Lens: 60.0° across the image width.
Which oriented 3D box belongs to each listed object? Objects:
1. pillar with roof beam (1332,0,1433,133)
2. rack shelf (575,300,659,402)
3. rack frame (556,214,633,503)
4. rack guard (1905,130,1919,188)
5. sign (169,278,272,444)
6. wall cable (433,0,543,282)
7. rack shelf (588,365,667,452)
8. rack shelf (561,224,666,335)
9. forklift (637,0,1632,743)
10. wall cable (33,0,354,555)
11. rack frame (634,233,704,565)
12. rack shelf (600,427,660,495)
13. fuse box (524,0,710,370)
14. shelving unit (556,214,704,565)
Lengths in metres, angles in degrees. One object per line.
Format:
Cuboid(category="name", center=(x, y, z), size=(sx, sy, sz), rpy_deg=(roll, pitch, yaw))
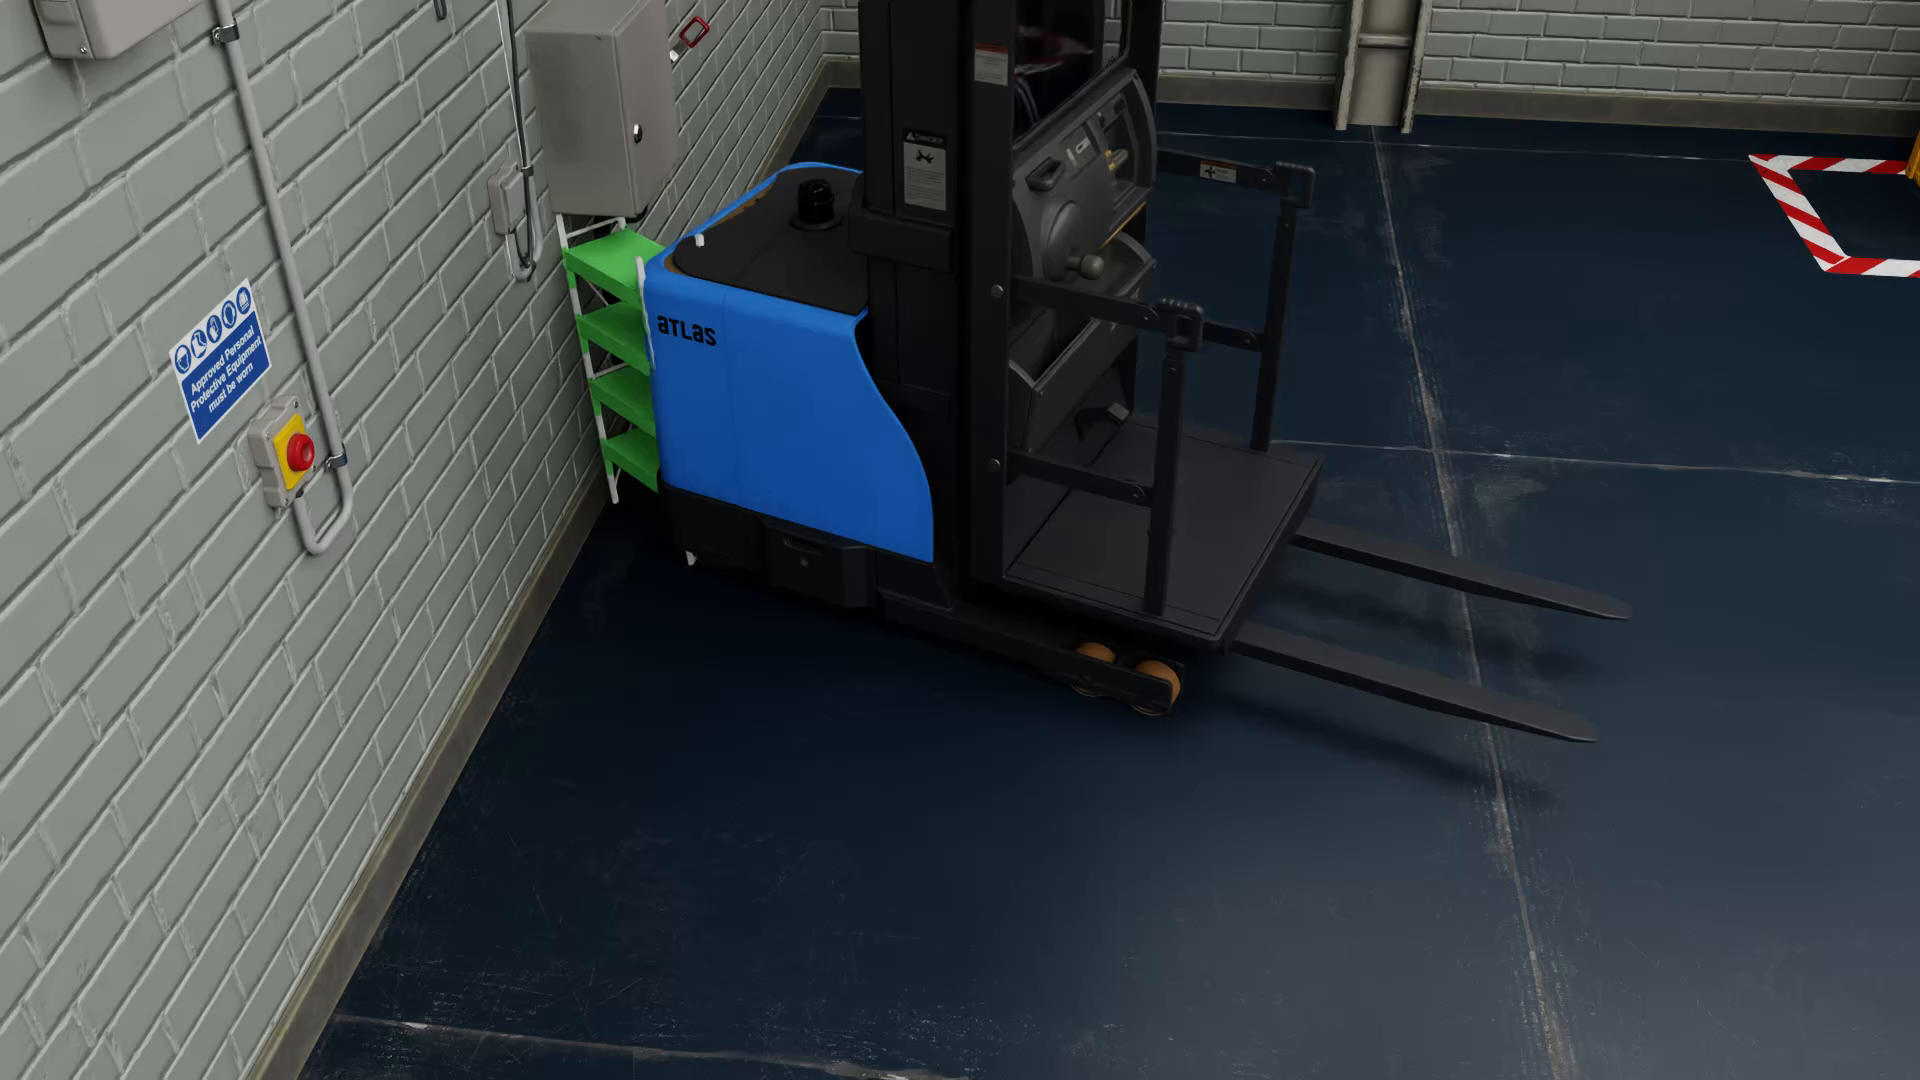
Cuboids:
Cuboid(category="pillar with roof beam", center=(1.649, -3.426, 2.804), size=(0.400, 9.000, 9.100), rpy_deg=(4, 36, 6))
Cuboid(category="rack shelf", center=(-1.024, -0.643, 5.461), size=(0.258, 0.148, 0.480), rpy_deg=(-28, 41, -31))
Cuboid(category="rack frame", center=(-1.174, -0.594, 5.717), size=(0.240, 1.200, 0.015), rpy_deg=(-28, 41, -31))
Cuboid(category="rack guard", center=(4.833, -1.723, 7.733), size=(0.348, 0.500, 1.175), rpy_deg=(4, 36, 6))
Cuboid(category="sign", center=(-1.534, -0.376, 3.462), size=(0.001, 0.218, 0.327), rpy_deg=(4, 36, 6))
Cuboid(category="wall cable", center=(-1.298, -1.521, 4.424), size=(0.122, 1.984, 0.588), rpy_deg=(4, 36, 6))
Cuboid(category="rack shelf", center=(-1.011, -0.444, 5.596), size=(0.258, 0.148, 0.480), rpy_deg=(-28, 41, -31))
Cuboid(category="rack shelf", center=(-1.037, -0.841, 5.326), size=(0.258, 0.148, 0.480), rpy_deg=(-28, 41, -31))
Cuboid(category="forklift", center=(0.546, -1.018, 4.653), size=(3.031, 2.935, 1.130), rpy_deg=(16, 39, 21))
Cuboid(category="wall cable", center=(-1.467, -0.715, 3.269), size=(0.123, 1.953, 0.585), rpy_deg=(4, 36, 6))
Cuboid(category="rack frame", center=(-0.855, -0.400, 5.403), size=(0.240, 1.200, 0.015), rpy_deg=(-28, 41, -31))
Cuboid(category="rack shelf", center=(-0.999, -0.246, 5.731), size=(0.258, 0.148, 0.480), rpy_deg=(-28, 41, -31))
Cuboid(category="fuse box", center=(-1.055, -0.964, 5.628), size=(0.414, 1.711, 0.539), rpy_deg=(4, 36, 6))
Cuboid(category="shelving unit", center=(-1.015, -0.497, 5.560), size=(0.258, 1.200, 0.503), rpy_deg=(-28, 41, -31))
